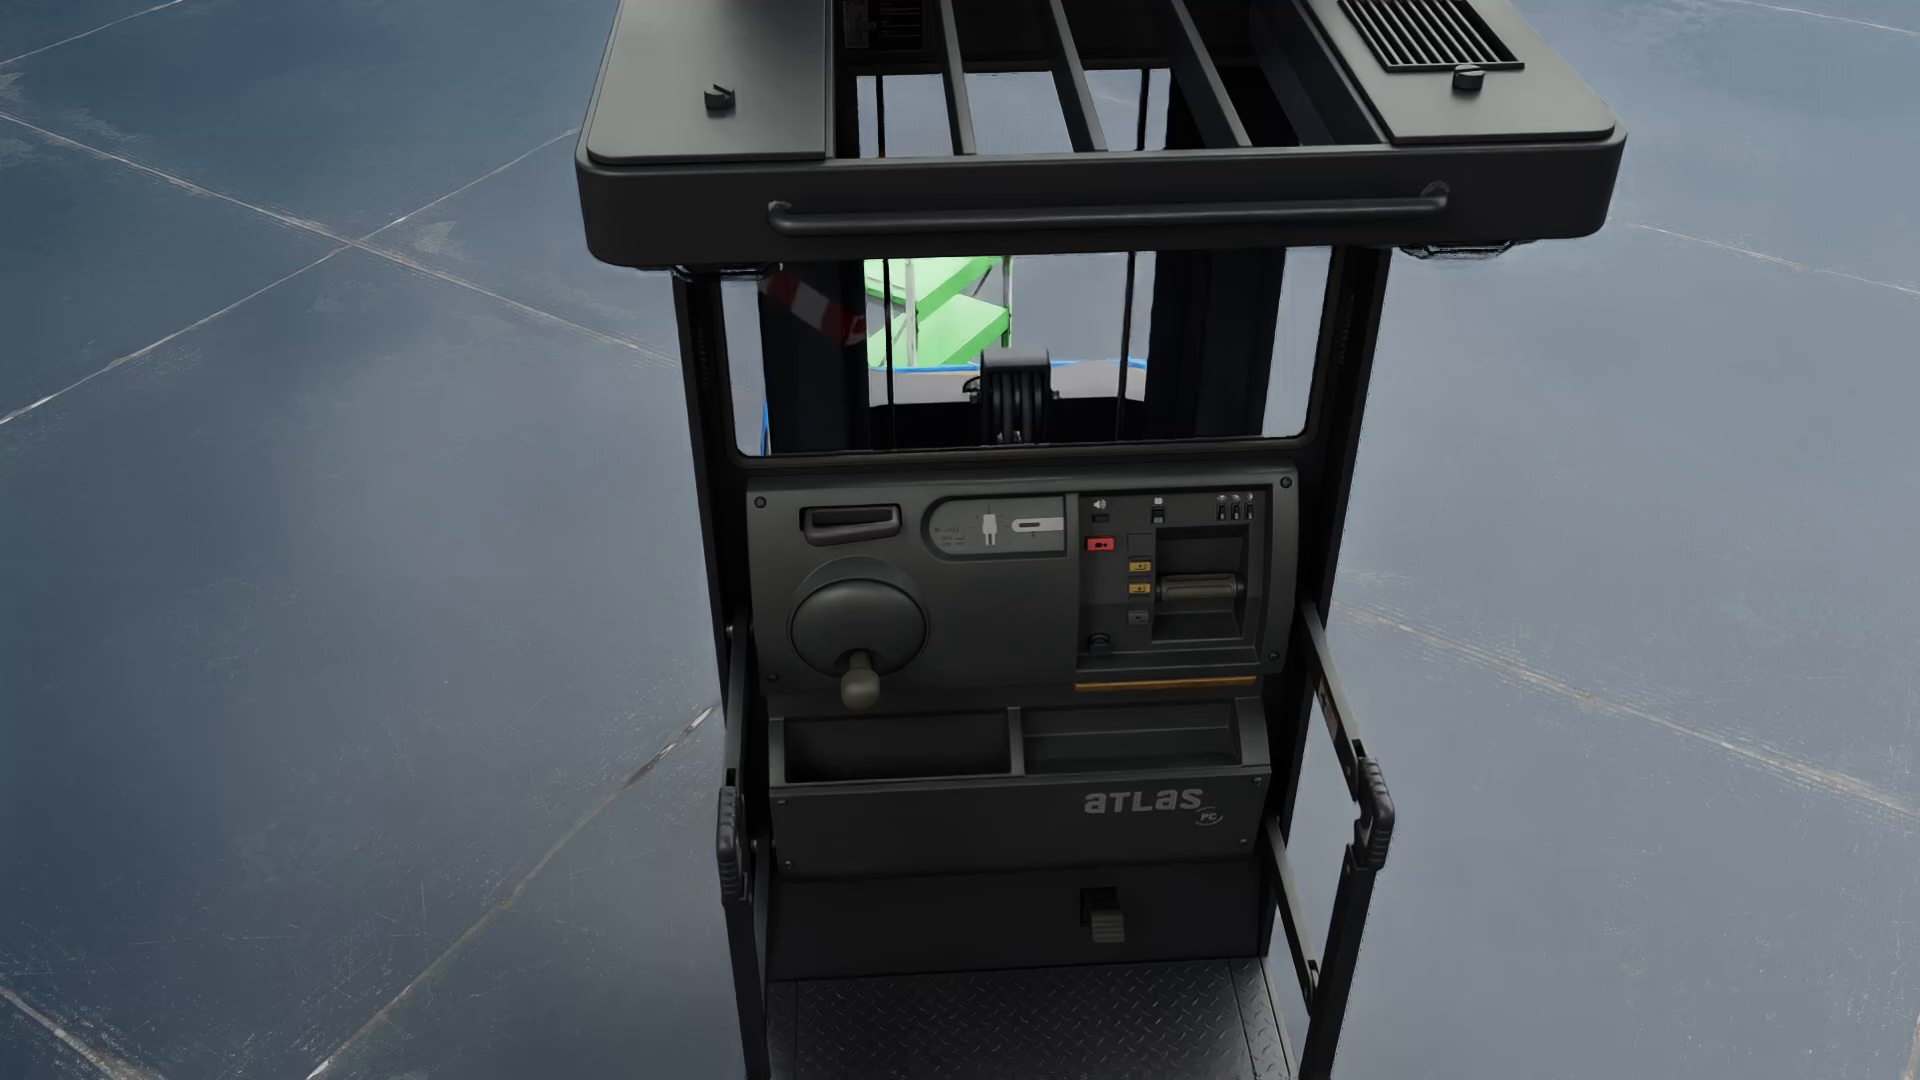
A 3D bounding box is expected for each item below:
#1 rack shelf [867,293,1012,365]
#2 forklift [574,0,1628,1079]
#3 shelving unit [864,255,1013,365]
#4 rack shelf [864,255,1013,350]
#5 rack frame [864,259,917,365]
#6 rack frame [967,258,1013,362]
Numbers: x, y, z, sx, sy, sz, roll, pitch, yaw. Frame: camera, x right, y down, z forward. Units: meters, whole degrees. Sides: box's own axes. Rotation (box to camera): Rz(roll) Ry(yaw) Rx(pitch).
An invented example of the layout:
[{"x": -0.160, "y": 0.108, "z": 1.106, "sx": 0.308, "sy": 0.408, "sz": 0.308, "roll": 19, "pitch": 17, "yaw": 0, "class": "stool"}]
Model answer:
[{"x": -0.089, "y": -0.529, "z": 4.665, "sx": 0.258, "sy": 0.148, "sz": 0.480, "roll": 21, "pitch": 42, "yaw": 25, "class": "rack shelf"}, {"x": 0.126, "y": 0.148, "z": 2.658, "sx": 1.130, "sy": 2.935, "sz": 3.031, "roll": -2, "pitch": 38, "yaw": -3, "class": "forklift"}, {"x": -0.089, "y": -0.390, "z": 4.773, "sx": 0.258, "sy": 1.200, "sz": 0.503, "roll": 21, "pitch": 42, "yaw": 25, "class": "shelving unit"}, {"x": -0.089, "y": -0.719, "z": 4.519, "sx": 0.258, "sy": 0.148, "sz": 0.480, "roll": 21, "pitch": 42, "yaw": 25, "class": "rack shelf"}, {"x": -0.219, "y": -0.264, "z": 4.610, "sx": 0.240, "sy": 1.200, "sz": 0.015, "roll": 21, "pitch": 42, "yaw": 25, "class": "rack frame"}, {"x": 0.042, "y": -0.516, "z": 4.936, "sx": 0.240, "sy": 1.200, "sz": 0.015, "roll": 21, "pitch": 42, "yaw": 25, "class": "rack frame"}]
